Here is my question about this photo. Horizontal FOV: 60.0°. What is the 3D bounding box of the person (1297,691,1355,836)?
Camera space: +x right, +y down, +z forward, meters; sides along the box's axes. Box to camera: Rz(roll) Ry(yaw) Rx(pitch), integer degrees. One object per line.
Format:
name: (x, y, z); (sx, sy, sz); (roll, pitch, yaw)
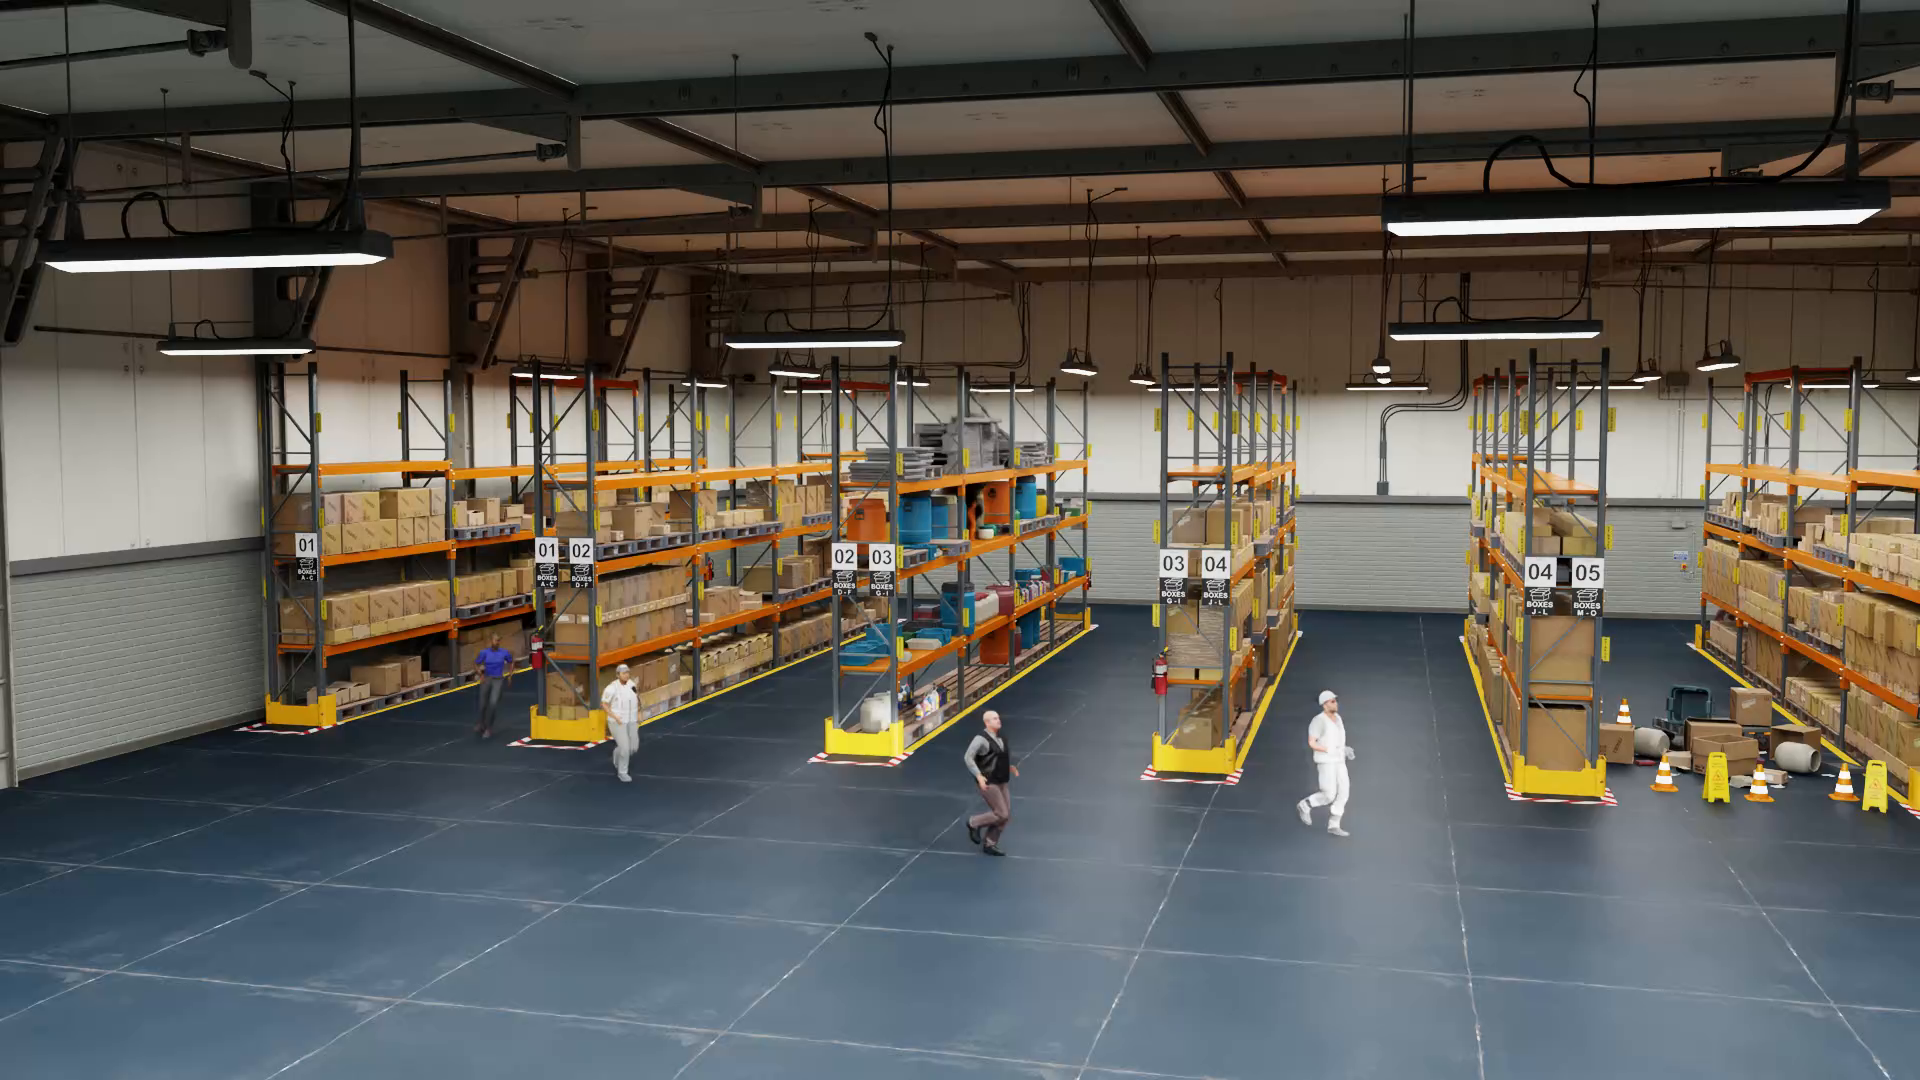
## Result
person: (4.480, 2.706, 20.280); (0.661, 1.747, 0.689); (-3, 5, -40)

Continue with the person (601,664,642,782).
person: (-4.777, 2.551, 23.444); (0.586, 1.629, 0.634); (4, 6, 43)

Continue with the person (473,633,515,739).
person: (-7.490, 2.326, 26.662); (0.660, 1.677, 0.686); (-1, 4, -11)

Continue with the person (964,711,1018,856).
person: (0.382, 2.819, 19.276); (0.578, 1.681, 0.665); (3, 5, 37)

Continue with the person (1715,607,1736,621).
person: (17.530, 1.476, 38.113); (0.617, 1.619, 0.937); (-2, 5, -31)
